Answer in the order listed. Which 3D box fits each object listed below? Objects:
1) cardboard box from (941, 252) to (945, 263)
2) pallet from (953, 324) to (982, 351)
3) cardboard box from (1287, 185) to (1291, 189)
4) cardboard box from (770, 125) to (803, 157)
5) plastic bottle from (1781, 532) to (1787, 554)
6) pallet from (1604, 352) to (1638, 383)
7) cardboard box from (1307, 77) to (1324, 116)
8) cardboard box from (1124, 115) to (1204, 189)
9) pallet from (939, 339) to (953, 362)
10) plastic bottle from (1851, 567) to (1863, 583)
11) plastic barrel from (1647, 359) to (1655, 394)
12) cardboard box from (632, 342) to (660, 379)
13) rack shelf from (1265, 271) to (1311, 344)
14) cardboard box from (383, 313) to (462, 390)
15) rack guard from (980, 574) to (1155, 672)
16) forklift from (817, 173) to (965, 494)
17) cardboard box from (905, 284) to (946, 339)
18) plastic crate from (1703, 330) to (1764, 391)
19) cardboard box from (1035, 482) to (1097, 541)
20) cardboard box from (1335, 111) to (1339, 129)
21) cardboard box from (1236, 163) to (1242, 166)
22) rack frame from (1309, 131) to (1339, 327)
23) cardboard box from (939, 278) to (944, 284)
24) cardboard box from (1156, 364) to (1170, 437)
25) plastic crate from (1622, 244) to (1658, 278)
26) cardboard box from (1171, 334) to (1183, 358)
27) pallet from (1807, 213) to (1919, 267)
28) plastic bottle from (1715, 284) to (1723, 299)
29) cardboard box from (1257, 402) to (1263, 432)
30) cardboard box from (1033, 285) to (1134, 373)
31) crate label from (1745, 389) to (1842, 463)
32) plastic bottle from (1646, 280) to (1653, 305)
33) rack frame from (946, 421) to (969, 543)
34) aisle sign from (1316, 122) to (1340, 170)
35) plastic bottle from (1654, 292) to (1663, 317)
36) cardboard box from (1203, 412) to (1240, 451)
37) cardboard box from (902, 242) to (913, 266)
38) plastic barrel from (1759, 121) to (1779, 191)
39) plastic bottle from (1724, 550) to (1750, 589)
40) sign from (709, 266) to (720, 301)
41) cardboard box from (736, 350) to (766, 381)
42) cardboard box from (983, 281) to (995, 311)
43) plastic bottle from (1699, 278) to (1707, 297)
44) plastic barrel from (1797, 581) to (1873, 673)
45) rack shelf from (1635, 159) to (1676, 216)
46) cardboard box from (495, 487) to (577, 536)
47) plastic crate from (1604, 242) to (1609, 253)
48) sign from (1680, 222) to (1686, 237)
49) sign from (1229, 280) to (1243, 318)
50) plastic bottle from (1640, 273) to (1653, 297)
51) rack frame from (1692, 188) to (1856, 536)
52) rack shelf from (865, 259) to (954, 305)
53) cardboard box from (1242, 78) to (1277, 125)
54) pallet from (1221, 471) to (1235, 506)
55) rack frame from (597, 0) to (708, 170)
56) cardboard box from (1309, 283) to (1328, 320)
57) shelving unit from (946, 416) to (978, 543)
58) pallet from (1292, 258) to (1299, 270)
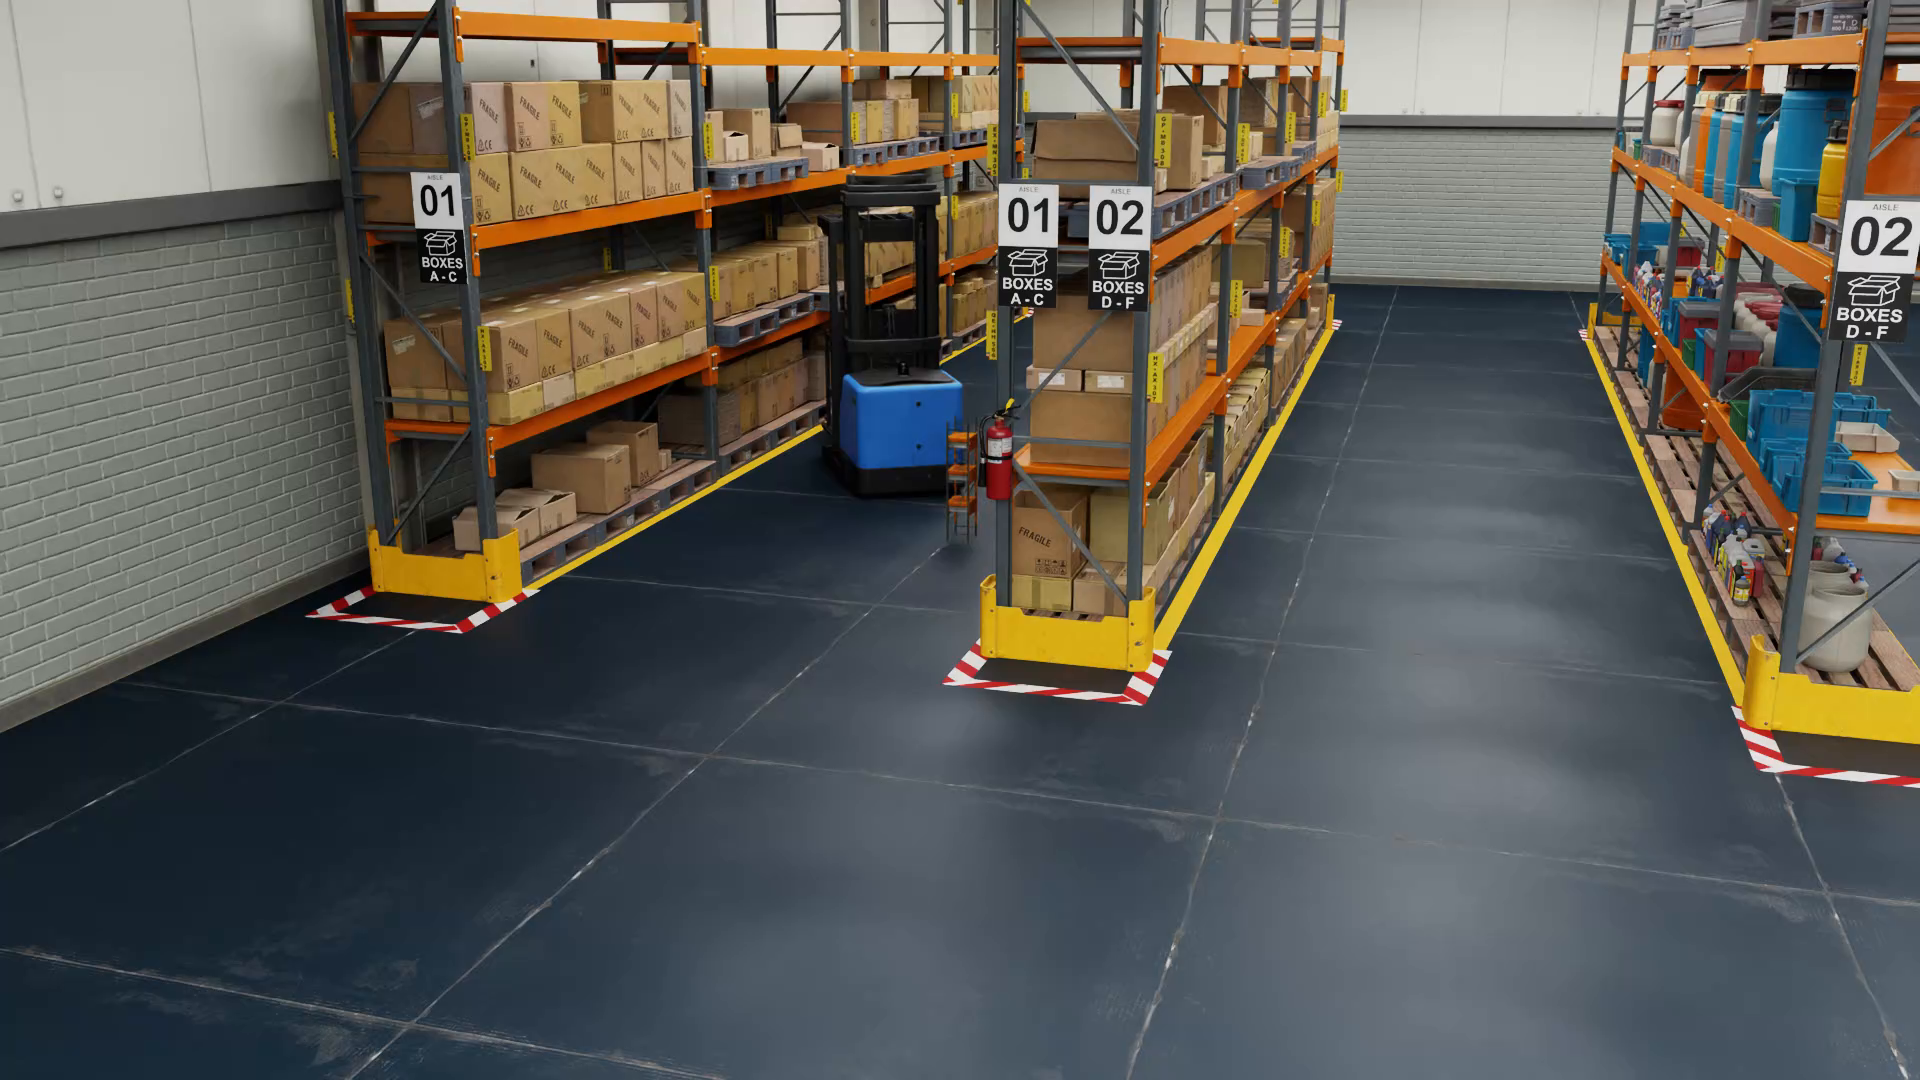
[{"bbox_3d":[-0.424,-3.947,23.171,0.380,0.149,0.250,5,17,16],"label":"cardboard box"},{"bbox_3d":[-0.308,-3.020,24.589,1.003,0.211,1.213,5,16,16],"label":"pallet"},{"bbox_3d":[4.477,-4.864,23.967,0.500,0.500,0.500,4,16,15],"label":"cardboard box"},{"bbox_3d":[-2.194,-4.292,18.243,0.797,0.503,0.637,7,17,24],"label":"cardboard box"},{"bbox_3d":[6.581,-0.065,13.109,0.144,0.351,0.185,5,16,16],"label":"plastic bottle"},{"bbox_3d":[9.071,-2.254,21.890,1.003,0.211,1.213,5,16,16],"label":"pallet"},{"bbox_3d":[4.530,-6.008,22.500,0.700,0.500,0.500,5,16,16],"label":"cardboard box"},{"bbox_3d":[1.475,-2.820,12.067,0.500,0.500,0.500,5,16,16],"label":"cardboard box"},{"bbox_3d":[-0.747,-2.619,23.177,1.003,0.211,1.213,5,16,16],"label":"pallet"},{"bbox_3d":[6.385,0.326,11.853,0.061,0.283,0.133,5,17,17],"label":"plastic bottle"},{"bbox_3d":[8.281,-1.938,19.456,0.421,0.512,0.421,0,16,0],"label":"plastic barrel"},{"bbox_3d":[-2.995,-1.603,14.722,0.500,0.250,0.500,5,16,16],"label":"cardboard box"},{"bbox_3d":[3.583,-2.916,20.431,1.077,0.370,4.000,5,16,16],"label":"rack shelf"},{"bbox_3d":[-4.080,-1.467,12.868,0.500,0.500,0.500,4,16,15],"label":"cardboard box"},{"bbox_3d":[0.734,0.563,11.428,1.175,0.500,0.348,5,16,16],"label":"rack guard"},{"bbox_3d":[-0.806,-2.199,16.712,1.130,2.935,3.031,-4,16,-13],"label":"forklift"},{"bbox_3d":[-0.660,-3.156,23.130,0.750,0.750,0.750,5,17,17],"label":"cardboard box"},{"bbox_3d":[6.470,-1.488,13.963,0.402,0.464,0.583,5,16,16],"label":"plastic crate"},{"bbox_3d":[0.878,-0.312,12.827,0.500,0.500,0.500,5,16,16],"label":"cardboard box"},{"bbox_3d":[5.386,-6.289,24.867,0.500,0.250,0.500,5,16,16],"label":"cardboard box"},{"bbox_3d":[2.479,-3.761,16.099,0.500,0.250,0.500,3,16,11],"label":"cardboard box"},{"bbox_3d":[5.288,-4.832,25.867,1.000,3.000,0.127,5,16,16],"label":"rack frame"},{"bbox_3d":[-0.298,-3.852,25.036,0.380,0.149,0.250,4,16,14],"label":"cardboard box"},{"bbox_3d":[1.177,-1.082,12.465,0.700,0.500,0.500,5,17,16],"label":"cardboard box"},{"bbox_3d":[8.705,-3.570,21.338,0.392,0.384,0.575,5,16,16],"label":"plastic crate"},{"bbox_3d":[1.496,-1.494,12.728,0.380,0.149,0.250,5,17,16],"label":"cardboard box"},{"bbox_3d":[5.818,-1.822,10.104,1.003,0.211,1.213,5,16,16],"label":"pallet"},{"bbox_3d":[8.589,-2.745,18.738,0.152,0.276,0.135,5,16,16],"label":"plastic bottle"},{"bbox_3d":[2.955,-1.326,17.778,0.500,0.250,0.500,4,16,15],"label":"cardboard box"},{"bbox_3d":[0.901,-1.453,11.395,0.700,0.500,0.500,5,16,16],"label":"cardboard box"},{"bbox_3d":[5.752,-0.780,11.518,0.502,0.435,0.616,5,16,16],"label":"crate label"},{"bbox_3d":[7.883,-2.819,18.984,0.061,0.283,0.133,5,16,16],"label":"plastic bottle"},{"bbox_3d":[-0.019,-0.487,14.123,0.200,1.050,0.008,5,16,16],"label":"rack frame"},{"bbox_3d":[5.601,-6.077,25.492,0.394,0.787,0.004,5,16,16],"label":"aisle sign"},{"bbox_3d":[7.639,-2.571,18.132,0.097,0.271,0.097,0,16,0],"label":"plastic bottle"},{"bbox_3d":[2.381,-1.061,15.814,0.500,0.311,0.500,4,16,15],"label":"cardboard box"},{"bbox_3d":[-0.913,-3.833,21.581,0.500,0.500,0.500,5,17,17],"label":"cardboard box"},{"bbox_3d":[6.315,-2.909,12.616,0.421,0.512,0.421,0,16,0],"label":"plastic barrel"},{"bbox_3d":[5.728,0.223,12.230,0.152,0.276,0.135,4,16,14],"label":"plastic bottle"},{"bbox_3d":[-2.351,-2.452,15.890,0.100,0.325,0.005,5,16,16],"label":"sign"},{"bbox_3d":[-2.414,-1.891,17.900,0.500,0.250,0.500,4,16,14],"label":"cardboard box"},{"bbox_3d":[0.150,-3.761,25.903,0.700,0.500,0.500,4,16,14],"label":"cardboard box"},{"bbox_3d":[8.621,-2.892,19.263,0.097,0.271,0.097,0,16,0],"label":"plastic bottle"},{"bbox_3d":[5.603,0.556,10.662,0.421,0.512,0.421,0,16,0],"label":"plastic barrel"},{"bbox_3d":[8.331,-3.974,18.664,1.077,0.370,4.000,5,16,16],"label":"rack shelf"},{"bbox_3d":[-3.565,-0.270,13.906,0.500,0.311,0.500,6,17,20],"label":"cardboard box"},{"bbox_3d":[9.479,-4.232,24.127,0.250,0.136,0.298,5,16,16],"label":"plastic crate"},{"bbox_3d":[10.568,-4.487,24.352,0.100,0.325,0.005,5,16,16],"label":"sign"},{"bbox_3d":[2.410,-2.104,14.520,0.100,0.325,0.005,5,16,16],"label":"sign"},{"bbox_3d":[8.139,-3.007,19.660,0.152,0.276,0.135,5,16,16],"label":"plastic bottle"},{"bbox_3d":[6.625,-1.307,13.441,1.000,3.000,0.127,5,16,16],"label":"rack frame"},{"bbox_3d":[-1.168,-3.299,21.782,1.077,0.370,4.000,5,16,16],"label":"rack shelf"},{"bbox_3d":[3.289,-4.958,18.800,0.500,0.500,0.500,5,16,16],"label":"cardboard box"},{"bbox_3d":[2.049,-0.547,15.870,1.003,0.211,1.213,5,16,16],"label":"pallet"},{"bbox_3d":[-2.873,-4.962,15.331,1.000,3.000,0.127,5,16,16],"label":"rack frame"},{"bbox_3d":[5.369,-3.680,25.580,0.500,0.500,0.500,5,16,16],"label":"cardboard box"},{"bbox_3d":[0.015,-0.519,14.235,0.215,1.050,0.252,5,16,16],"label":"shelving unit"},{"bbox_3d":[3.819,-3.492,21.497,1.003,0.211,1.213,5,16,16],"label":"pallet"}]
